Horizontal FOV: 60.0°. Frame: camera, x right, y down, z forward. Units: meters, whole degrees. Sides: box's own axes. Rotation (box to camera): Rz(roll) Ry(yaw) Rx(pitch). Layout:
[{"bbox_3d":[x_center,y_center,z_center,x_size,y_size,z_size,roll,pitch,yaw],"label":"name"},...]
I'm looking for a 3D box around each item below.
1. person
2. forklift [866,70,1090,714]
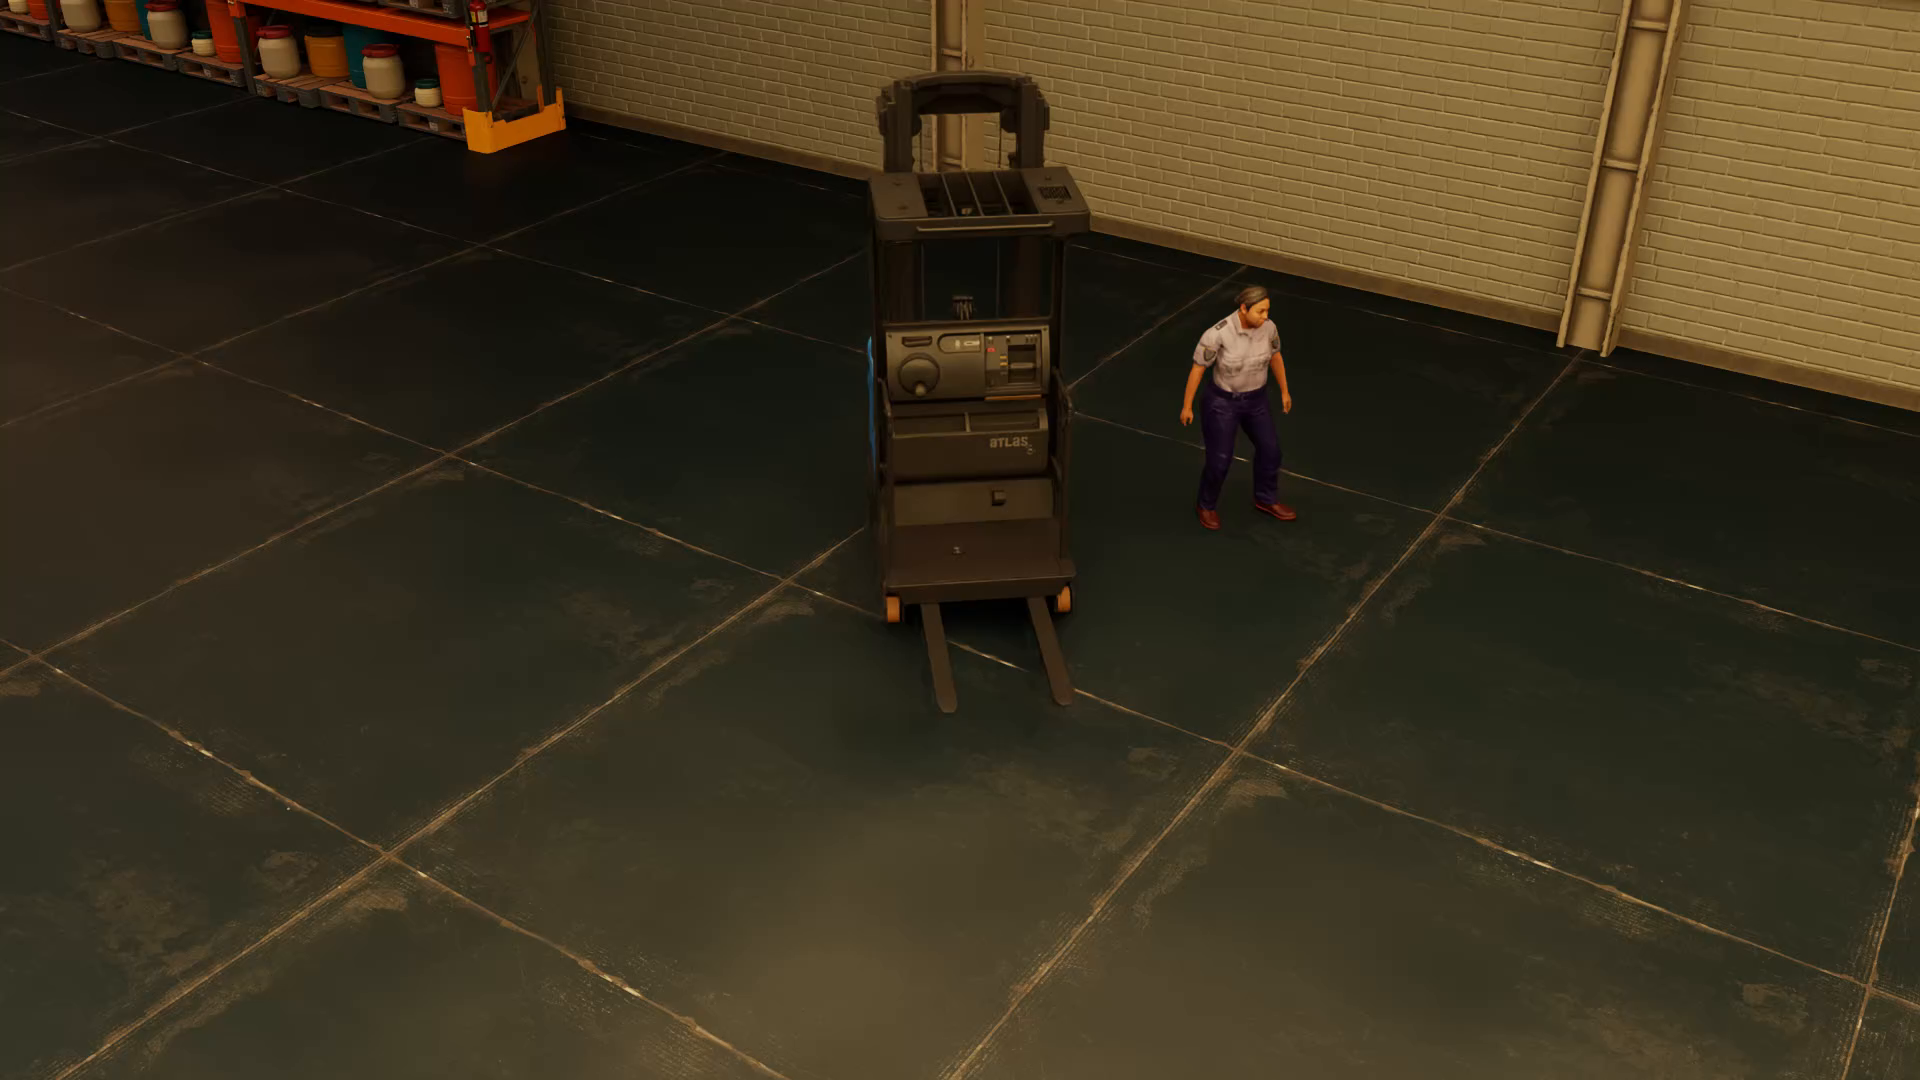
[{"bbox_3d":[1.760,-0.846,10.348,0.784,1.625,0.368,-11,32,-18],"label":"person"},{"bbox_3d":[0.073,-0.963,9.239,1.130,2.935,3.031,-3,30,-6],"label":"forklift"}]
